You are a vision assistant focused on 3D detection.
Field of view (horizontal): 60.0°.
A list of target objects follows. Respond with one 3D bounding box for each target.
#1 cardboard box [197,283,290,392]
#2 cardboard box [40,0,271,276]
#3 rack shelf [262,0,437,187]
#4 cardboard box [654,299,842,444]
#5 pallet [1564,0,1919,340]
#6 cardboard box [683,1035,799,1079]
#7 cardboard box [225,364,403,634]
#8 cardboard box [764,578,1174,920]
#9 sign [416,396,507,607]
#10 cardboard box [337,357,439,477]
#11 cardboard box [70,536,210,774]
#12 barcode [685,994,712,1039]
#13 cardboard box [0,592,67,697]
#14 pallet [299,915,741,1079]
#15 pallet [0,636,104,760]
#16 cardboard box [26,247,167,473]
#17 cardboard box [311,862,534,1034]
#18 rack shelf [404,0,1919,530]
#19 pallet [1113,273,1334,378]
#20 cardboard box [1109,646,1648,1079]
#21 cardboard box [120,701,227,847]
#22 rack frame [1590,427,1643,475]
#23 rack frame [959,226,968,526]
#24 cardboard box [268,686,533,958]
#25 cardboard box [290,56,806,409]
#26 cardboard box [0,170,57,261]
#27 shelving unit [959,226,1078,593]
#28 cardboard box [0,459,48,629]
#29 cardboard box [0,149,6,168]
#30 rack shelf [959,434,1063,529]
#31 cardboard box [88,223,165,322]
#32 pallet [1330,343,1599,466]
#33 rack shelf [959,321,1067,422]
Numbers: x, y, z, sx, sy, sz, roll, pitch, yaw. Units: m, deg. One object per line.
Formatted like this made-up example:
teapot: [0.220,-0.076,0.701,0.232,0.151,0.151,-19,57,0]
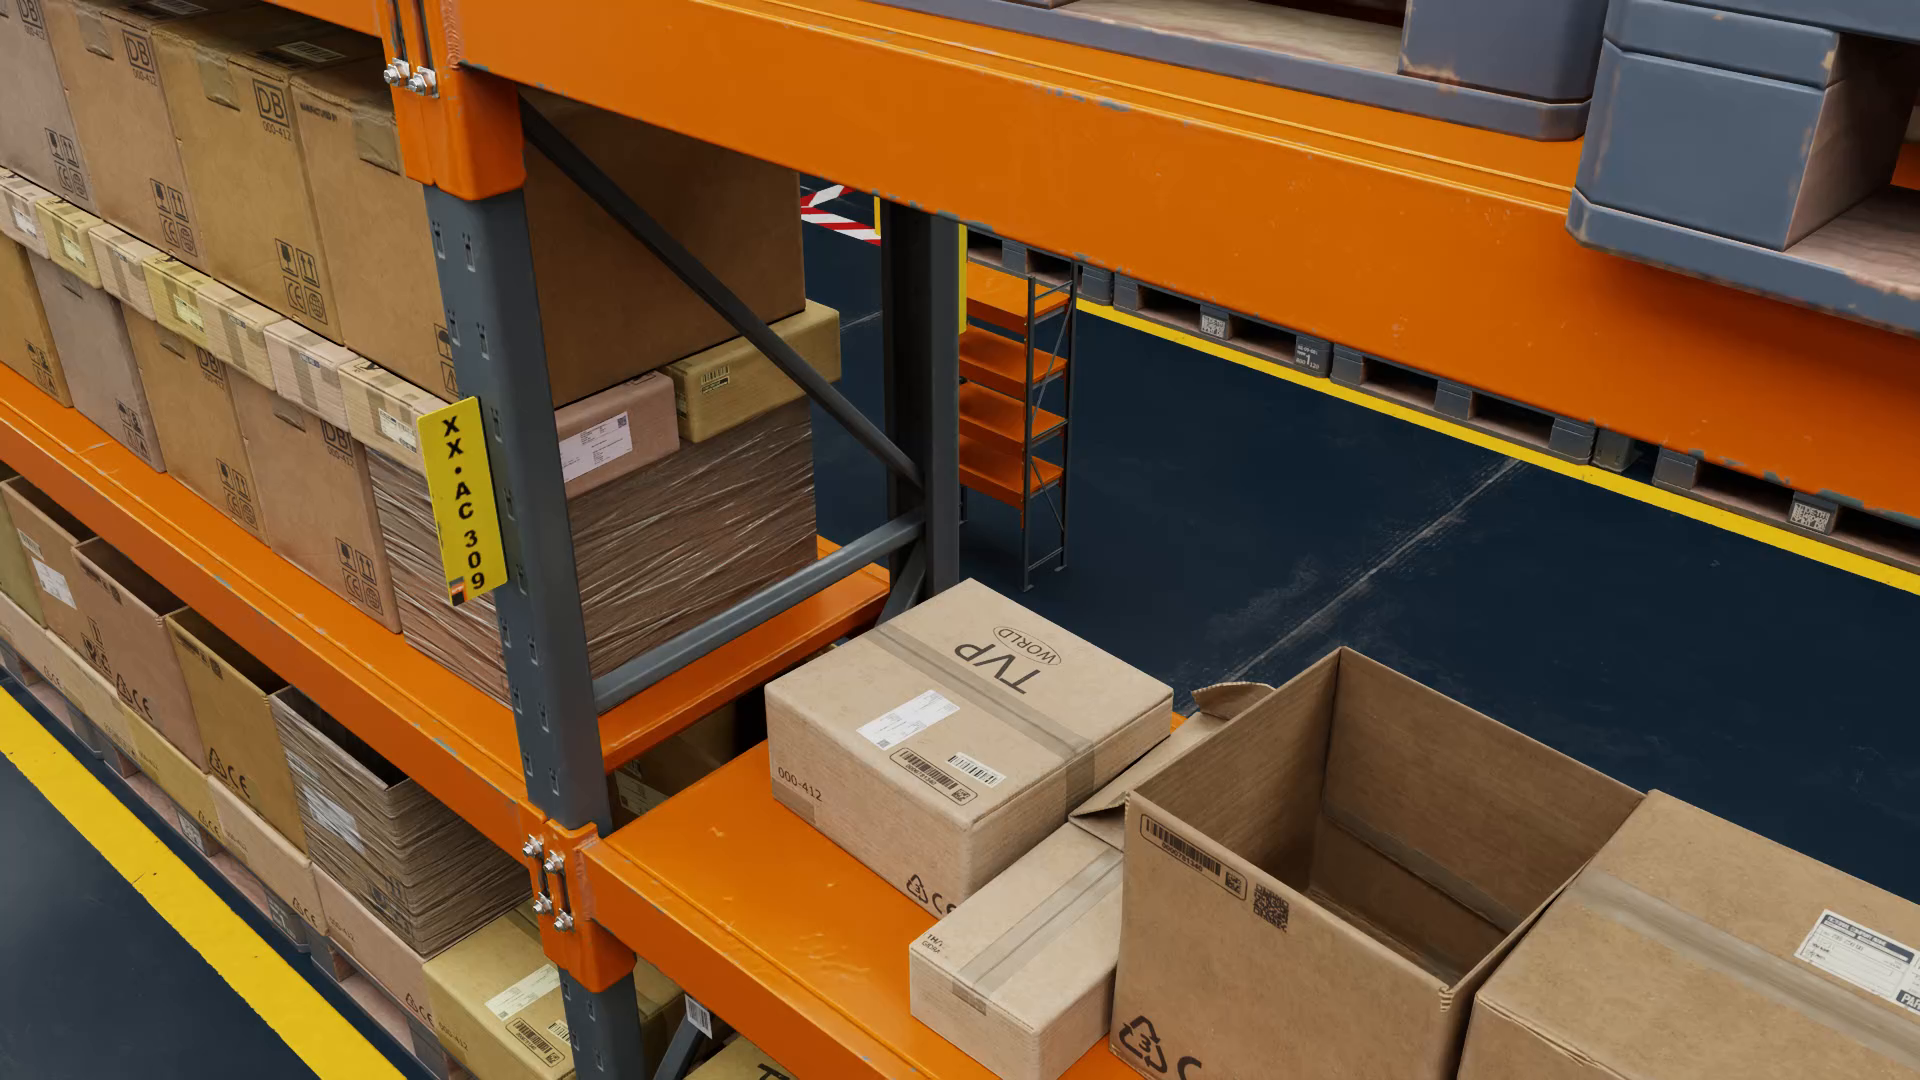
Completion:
cardboard box: [-1.298,-0.462,3.384,0.250,0.149,0.380,25,39,35]
cardboard box: [-1.459,-0.961,3.583,0.500,0.500,0.700,25,39,35]
rack shelf: [-1.863,-1.532,3.675,4.000,0.370,1.077,25,39,35]
cardboard box: [-0.449,-0.351,3.198,0.250,0.149,0.380,25,39,35]
pallet: [1.192,-0.269,1.064,1.213,0.211,1.003,27,40,37]
cardboard box: [-0.240,1.133,3.174,0.500,0.311,0.500,25,39,35]
cardboard box: [-1.108,-0.237,3.638,0.500,0.500,0.700,25,39,35]
cardboard box: [0.015,0.355,2.897,0.500,0.250,0.500,-27,40,-37]
sign: [-0.751,-0.055,2.517,0.005,0.325,0.100,25,39,35]
cardboard box: [-0.907,-0.282,3.084,0.250,0.149,0.380,24,39,34]
cardboard box: [-1.987,0.220,4.507,0.500,0.500,0.500,25,39,35]
barcode: [-0.470,0.856,2.986,0.075,0.075,0.001,25,39,35]
cardboard box: [-2.724,0.193,5.280,0.500,0.250,0.500,25,39,35]
pallet: [-0.941,1.041,4.317,1.213,0.211,1.003,25,39,35]
pallet: [-2.750,0.196,5.719,1.213,0.211,1.003,25,39,35]
cardboard box: [-1.858,-0.589,4.223,0.500,0.500,0.700,26,40,36]
cardboard box: [-1.234,0.882,4.136,0.500,0.250,0.500,25,39,35]
rack shelf: [1.103,-0.148,1.376,4.000,0.370,1.077,25,39,35]
pallet: [1.511,-1.205,8.047,1.213,0.211,1.003,25,39,35]
cardboard box: [0.569,0.549,2.333,0.500,0.500,0.500,-26,40,-36]
cardboard box: [-1.986,0.541,4.701,0.500,0.250,0.500,25,39,35]
rack frame: [2.942,-1.758,6.263,0.127,3.000,1.000,25,39,35]
rack frame: [-0.058,-0.541,5.986,0.015,1.200,0.240,25,39,35]
cardboard box: [-1.233,0.560,3.944,0.500,0.500,0.500,25,39,35]
cardboard box: [-0.713,-0.613,3.004,0.500,0.500,0.700,25,39,35]
cardboard box: [-2.060,-0.817,3.974,0.250,0.149,0.380,25,39,36]
shelving unit: [0.123,-0.457,5.845,0.503,1.200,0.258,25,39,35]
cardboard box: [-2.725,-0.127,5.085,0.500,0.500,0.500,25,39,35]
cardboard box: [-2.201,-1.307,4.158,0.500,0.500,0.700,25,39,35]
rack shelf: [0.123,-0.229,5.982,0.480,0.148,0.258,25,39,35]
cardboard box: [-1.665,-0.636,3.672,0.250,0.149,0.380,26,40,36]
pallet: [2.420,-0.783,7.345,1.213,0.211,1.003,25,39,35]
rack shelf: [0.123,-0.591,5.765,0.480,0.148,0.258,25,39,35]
